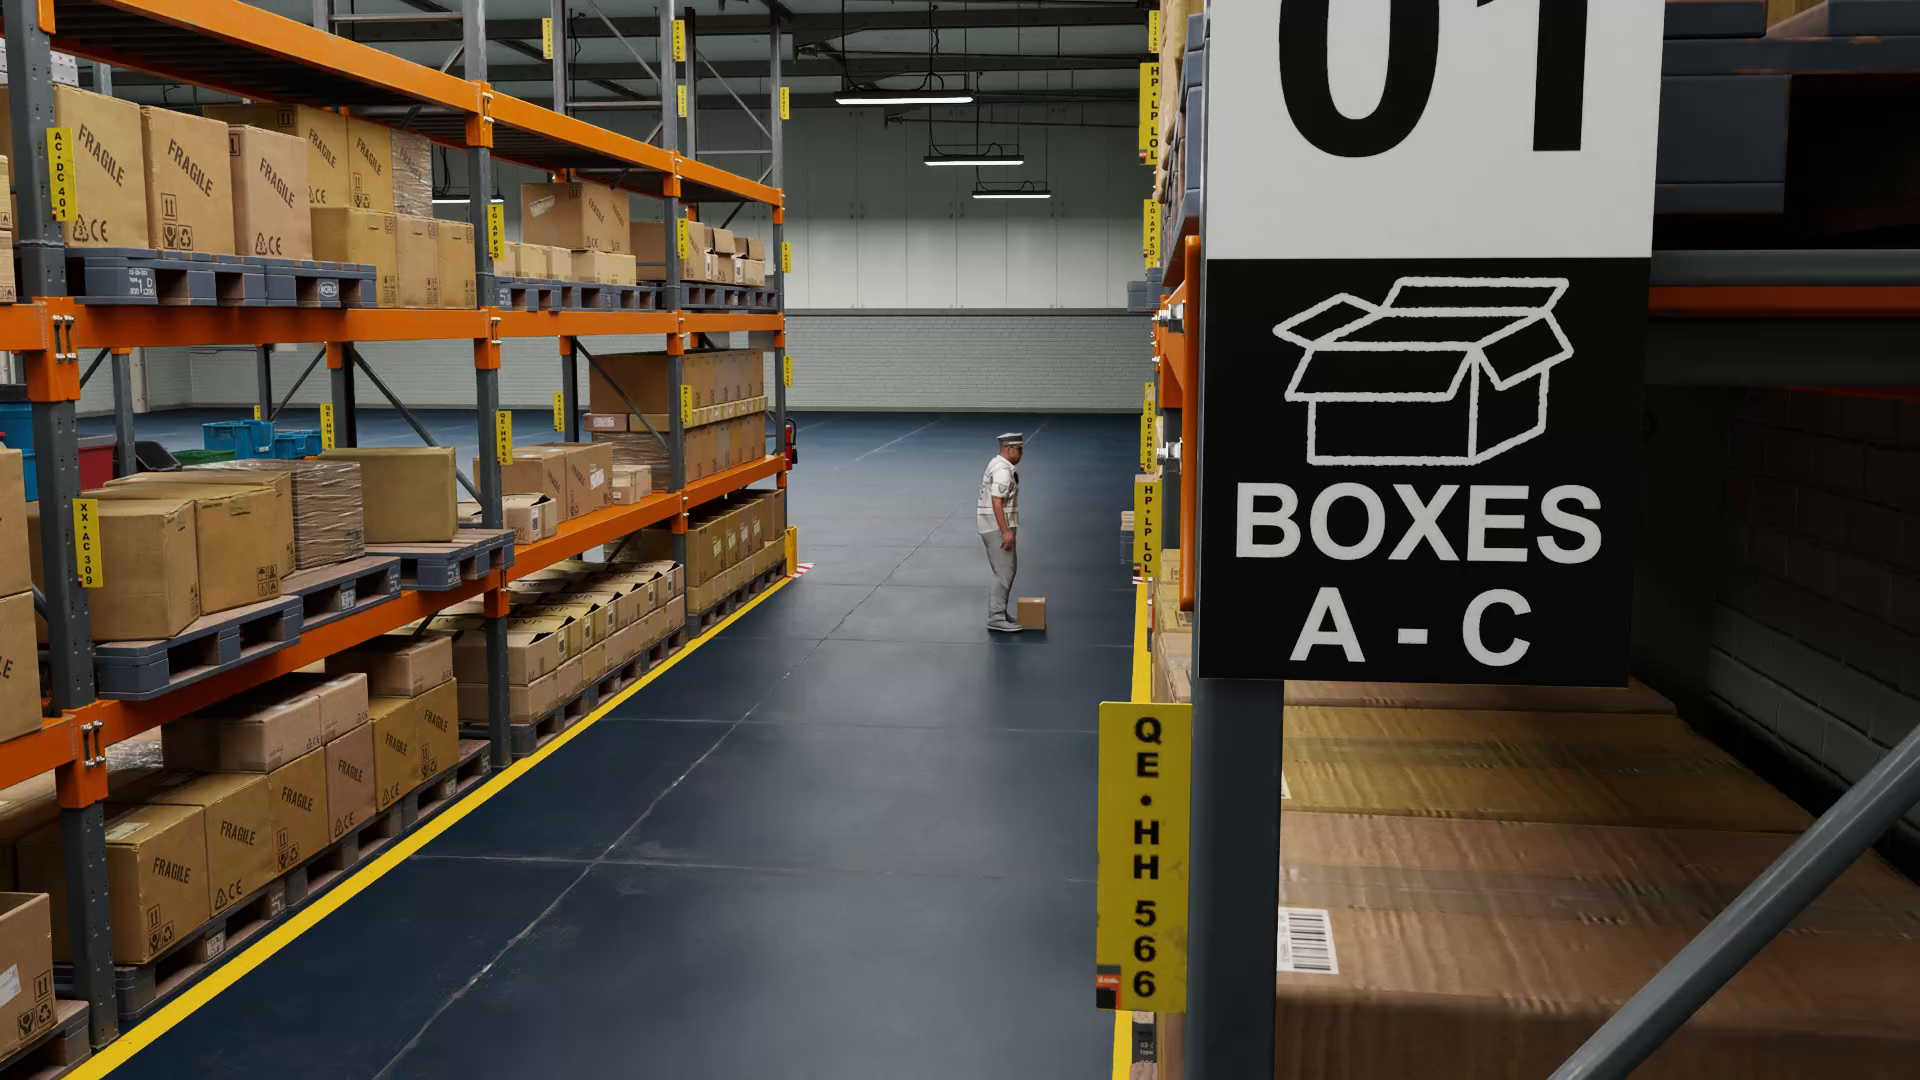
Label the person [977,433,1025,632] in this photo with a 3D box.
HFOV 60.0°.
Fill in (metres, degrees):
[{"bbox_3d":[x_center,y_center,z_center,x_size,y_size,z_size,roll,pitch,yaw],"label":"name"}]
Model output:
[{"bbox_3d":[0.368,-0.085,14.904,0.429,1.749,0.600,1,8,4],"label":"person"}]
